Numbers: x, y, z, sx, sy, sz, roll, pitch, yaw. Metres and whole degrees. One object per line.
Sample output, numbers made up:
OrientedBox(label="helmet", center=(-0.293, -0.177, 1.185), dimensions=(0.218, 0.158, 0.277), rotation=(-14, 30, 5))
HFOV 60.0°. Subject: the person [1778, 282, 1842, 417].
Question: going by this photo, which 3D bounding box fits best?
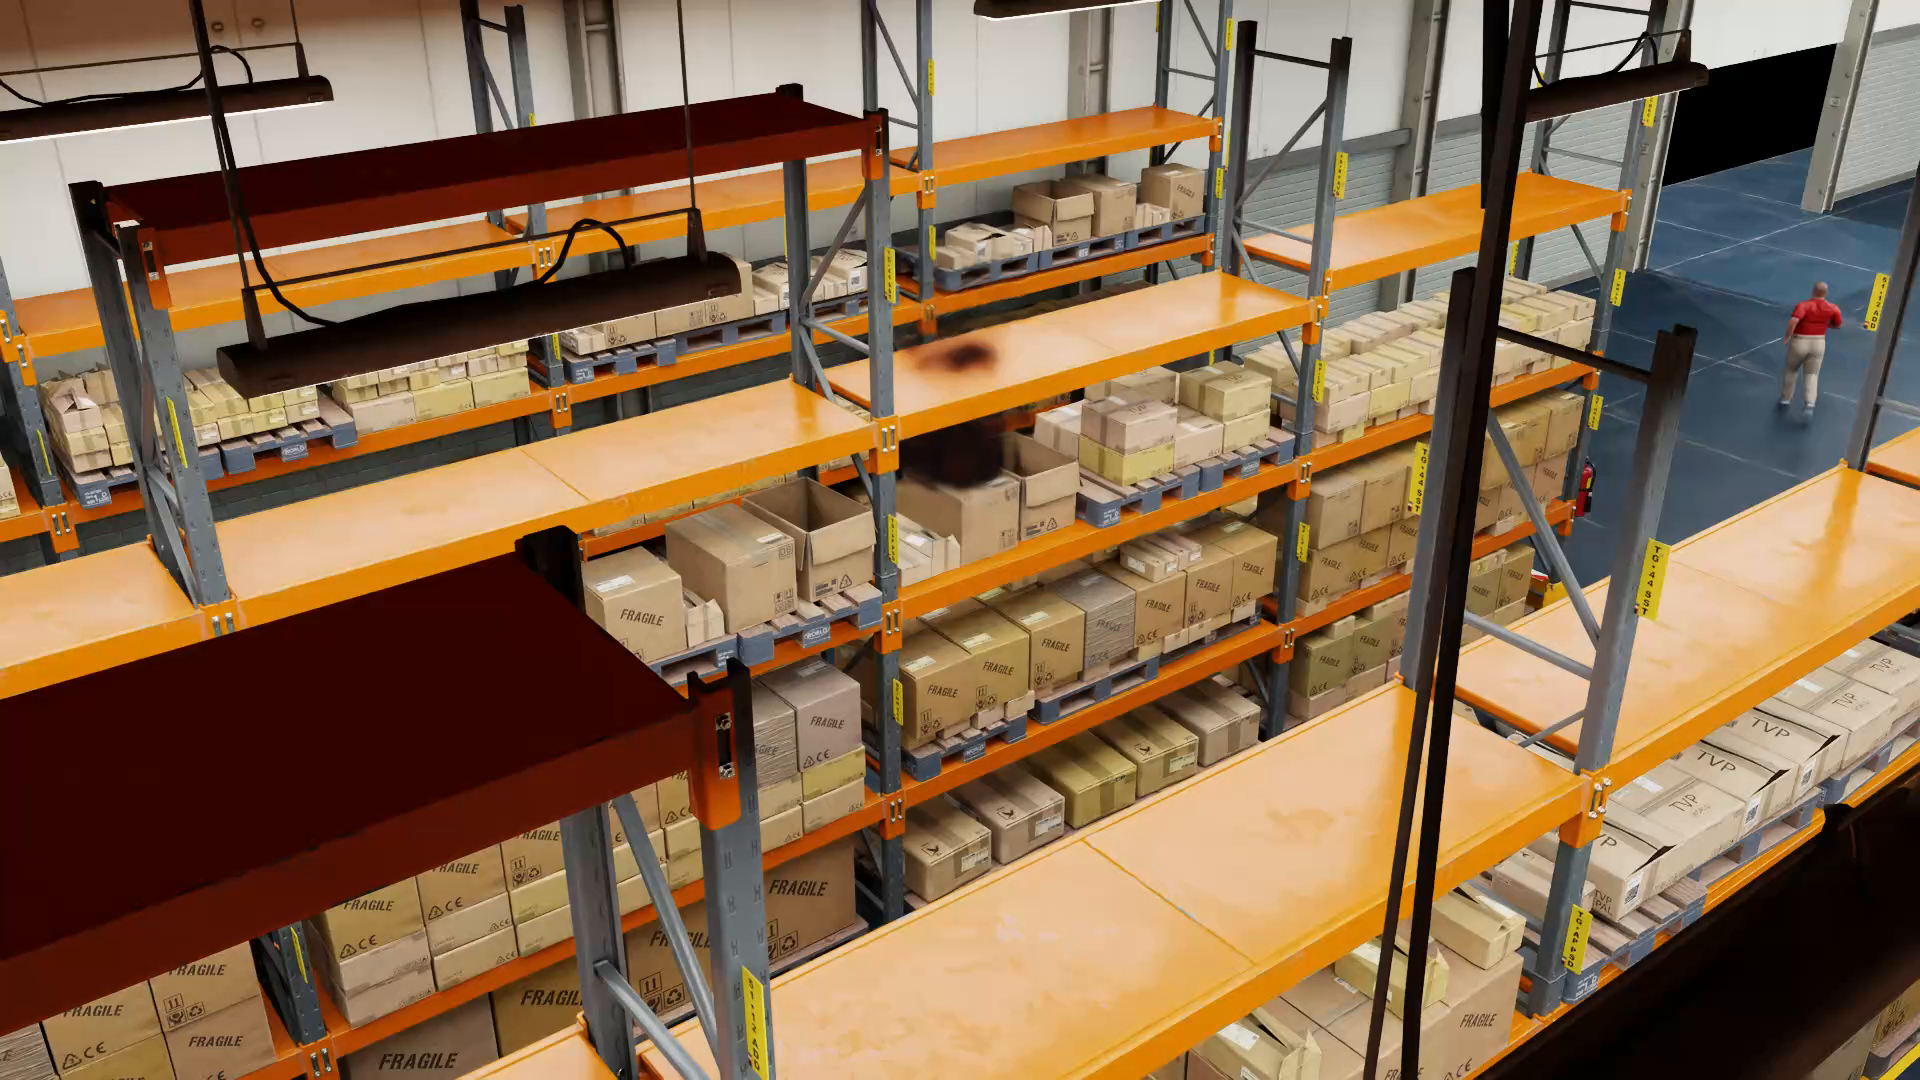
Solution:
OrientedBox(label="person", center=(10.737, -2.429, 21.063), dimensions=(0.682, 1.722, 0.931), rotation=(6, 27, 12))
